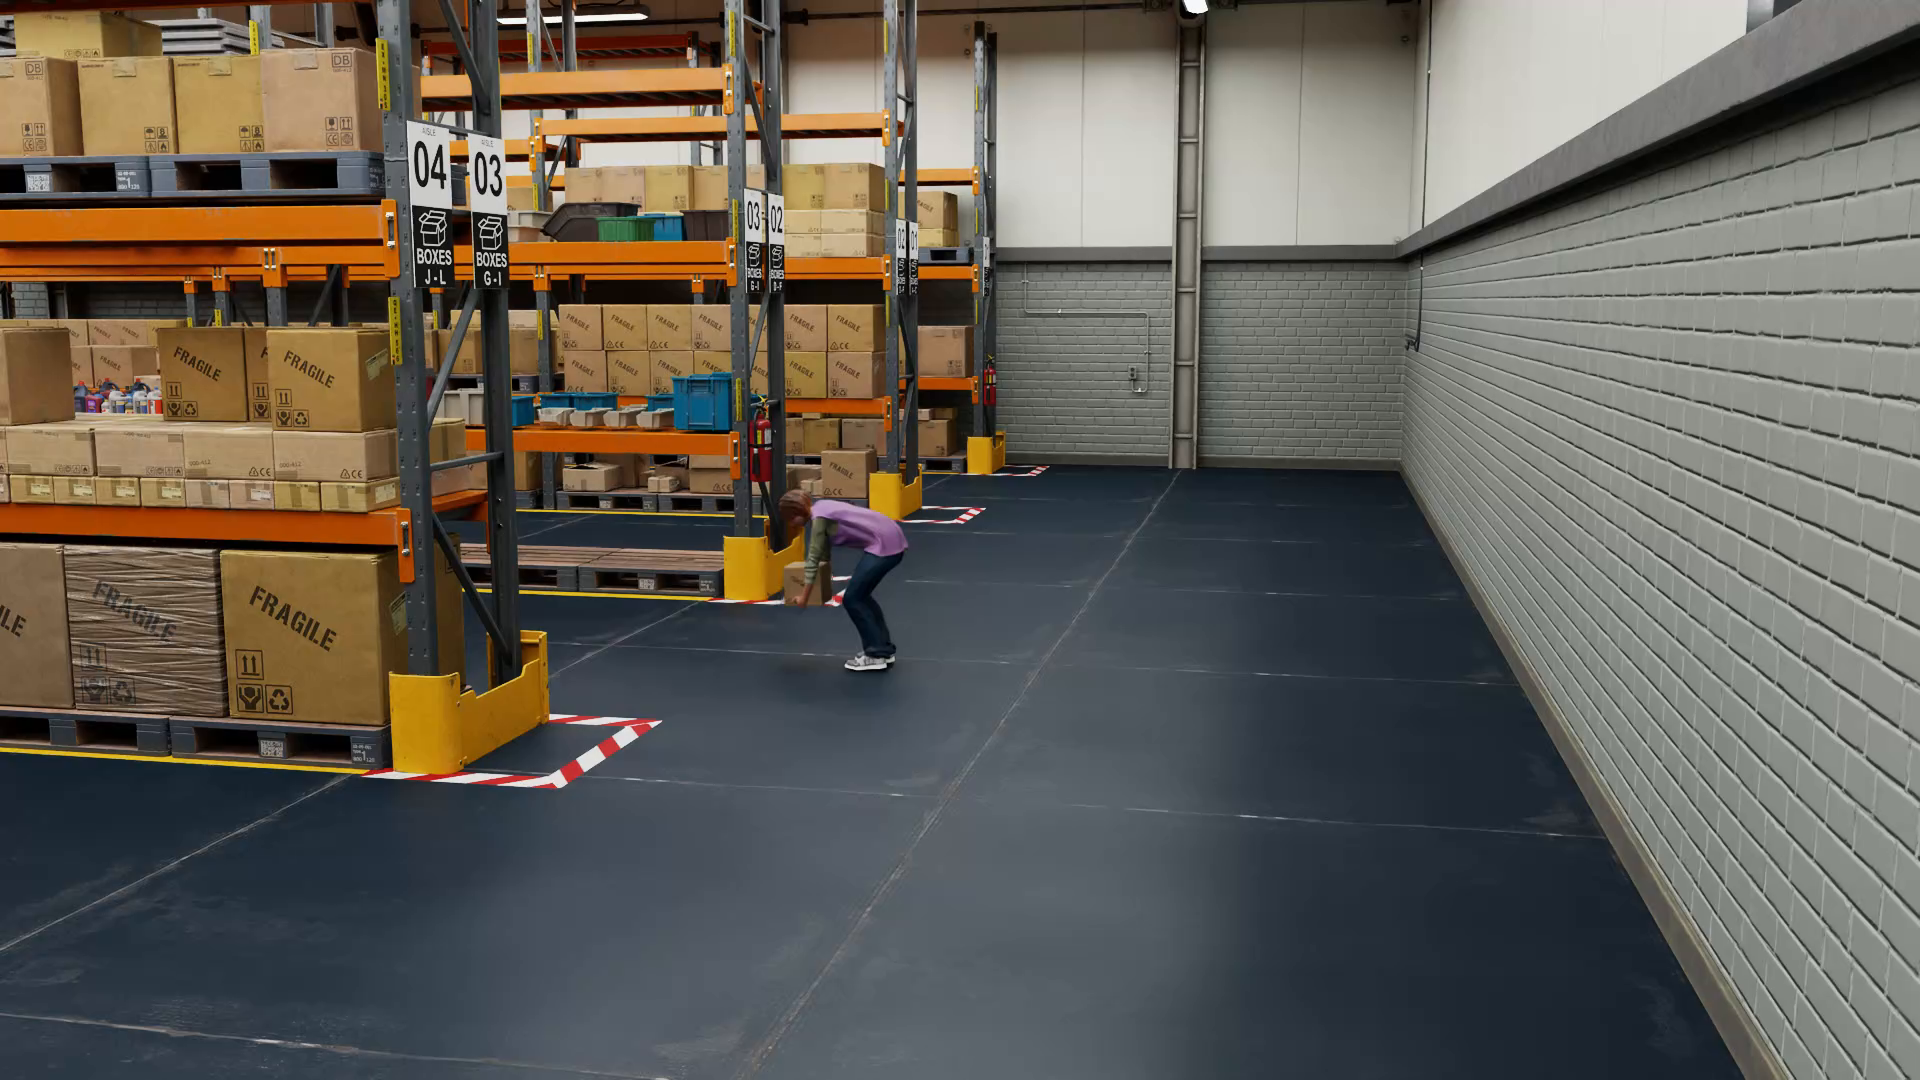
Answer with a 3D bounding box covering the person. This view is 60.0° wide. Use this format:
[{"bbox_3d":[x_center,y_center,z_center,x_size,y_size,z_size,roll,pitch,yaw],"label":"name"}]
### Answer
[{"bbox_3d":[-0.750,0.254,10.720,0.837,1.137,0.398,1,8,10],"label":"person"}]
